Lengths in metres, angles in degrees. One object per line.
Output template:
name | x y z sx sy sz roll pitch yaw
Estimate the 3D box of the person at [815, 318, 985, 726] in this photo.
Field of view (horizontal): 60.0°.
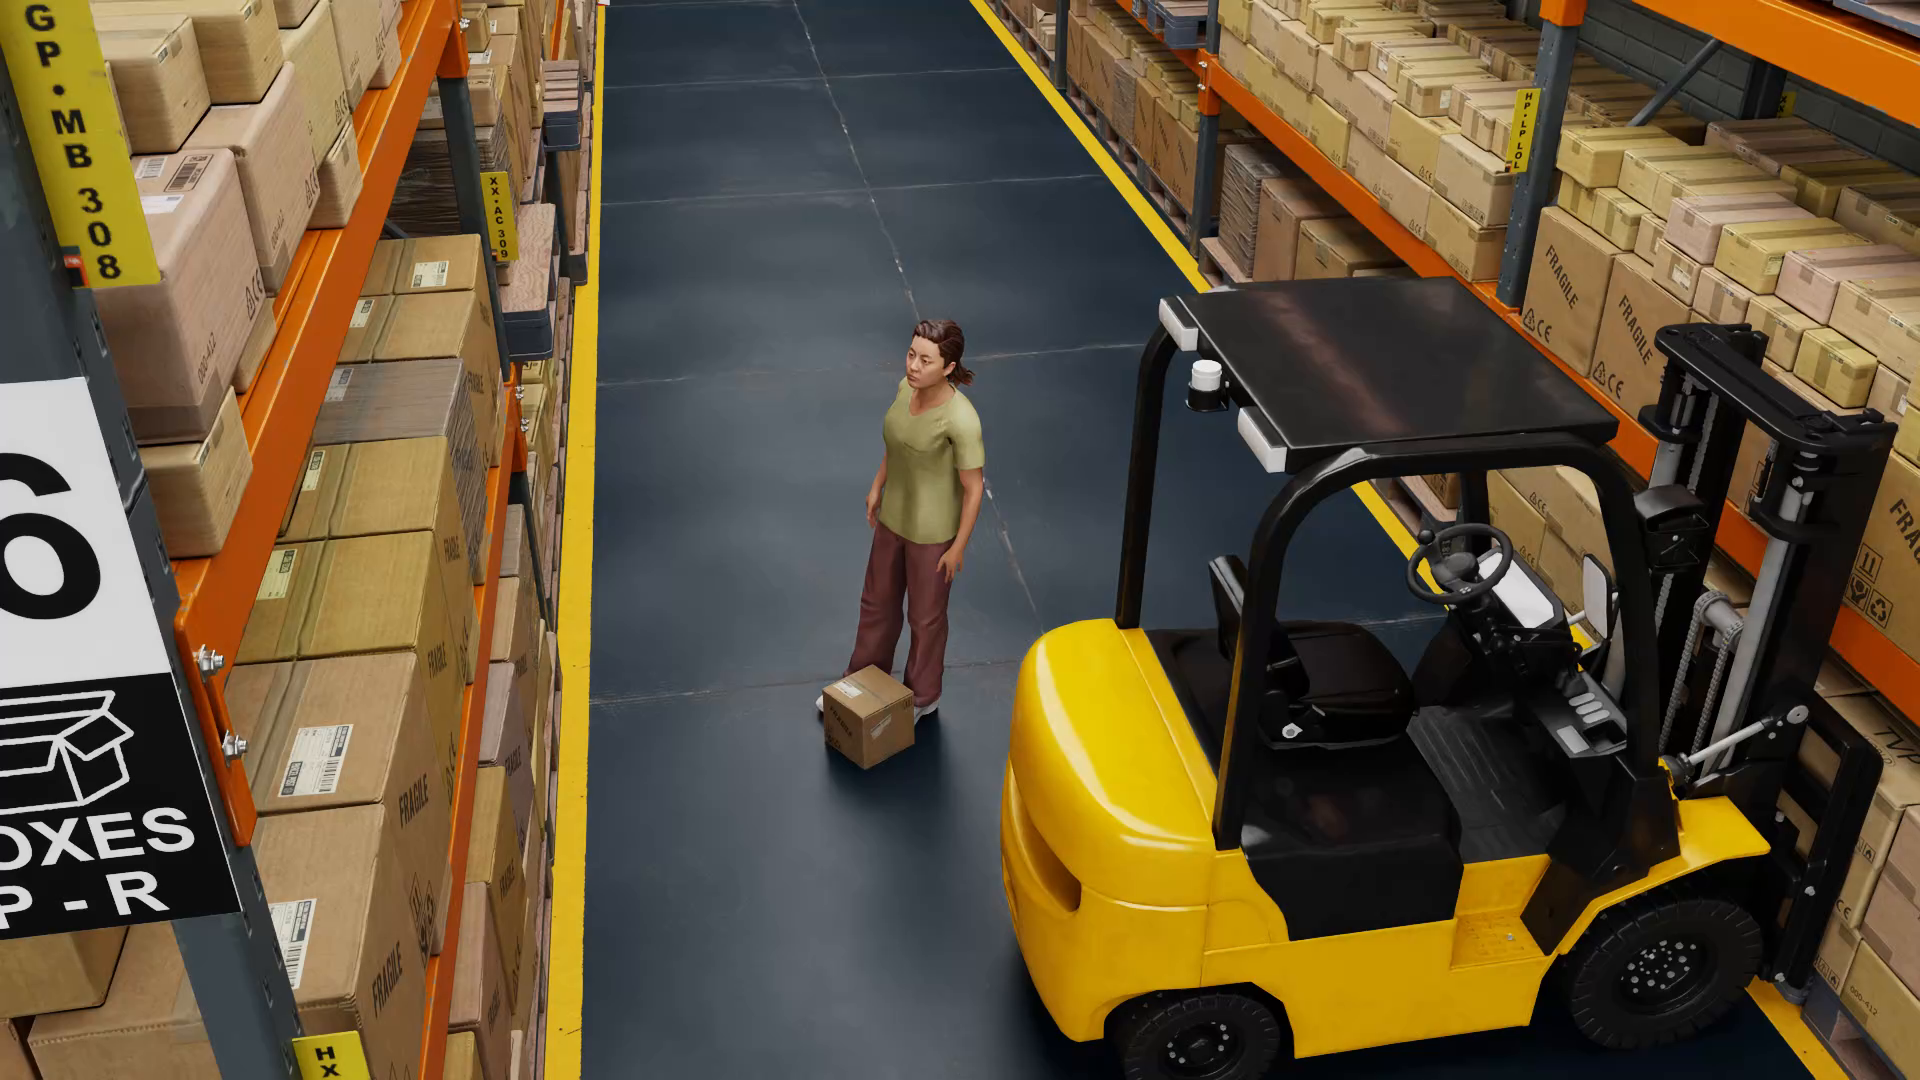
person | -0.215 -0.023 6.153 0.527 1.674 0.552 -23 38 -33
